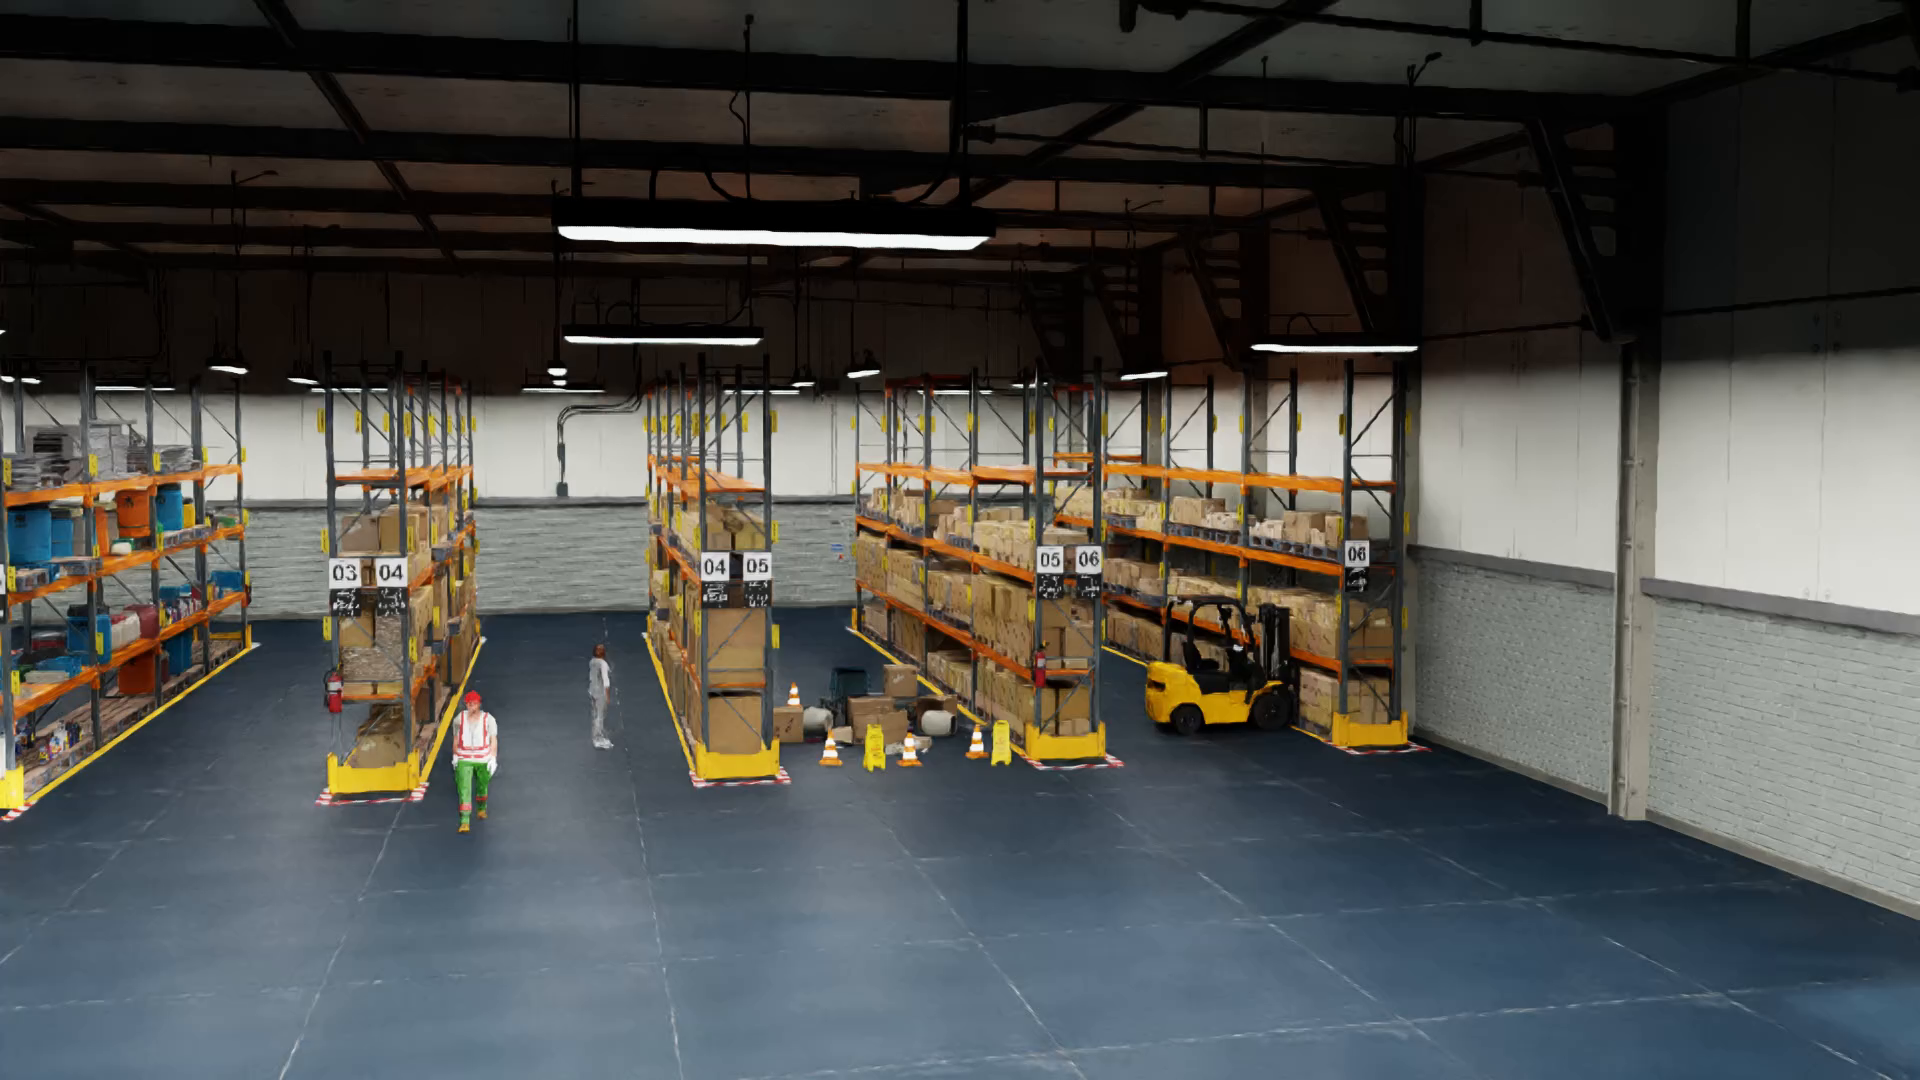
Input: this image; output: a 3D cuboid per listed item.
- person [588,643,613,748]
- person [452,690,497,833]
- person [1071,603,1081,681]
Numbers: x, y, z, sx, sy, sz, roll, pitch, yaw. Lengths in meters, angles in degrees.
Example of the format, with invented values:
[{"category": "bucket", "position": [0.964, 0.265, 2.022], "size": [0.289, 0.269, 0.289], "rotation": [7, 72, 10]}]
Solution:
[{"category": "person", "position": [-5.558, 2.419, 25.767], "size": [0.399, 1.562, 0.469], "rotation": [-4, 5, -44]}, {"category": "person", "position": [-6.006, 2.702, 20.576], "size": [0.550, 1.709, 1.128], "rotation": [-1, 4, -15]}, {"category": "person", "position": [1.992, 2.017, 30.366], "size": [0.494, 1.725, 0.578], "rotation": [1, 4, 18]}]
